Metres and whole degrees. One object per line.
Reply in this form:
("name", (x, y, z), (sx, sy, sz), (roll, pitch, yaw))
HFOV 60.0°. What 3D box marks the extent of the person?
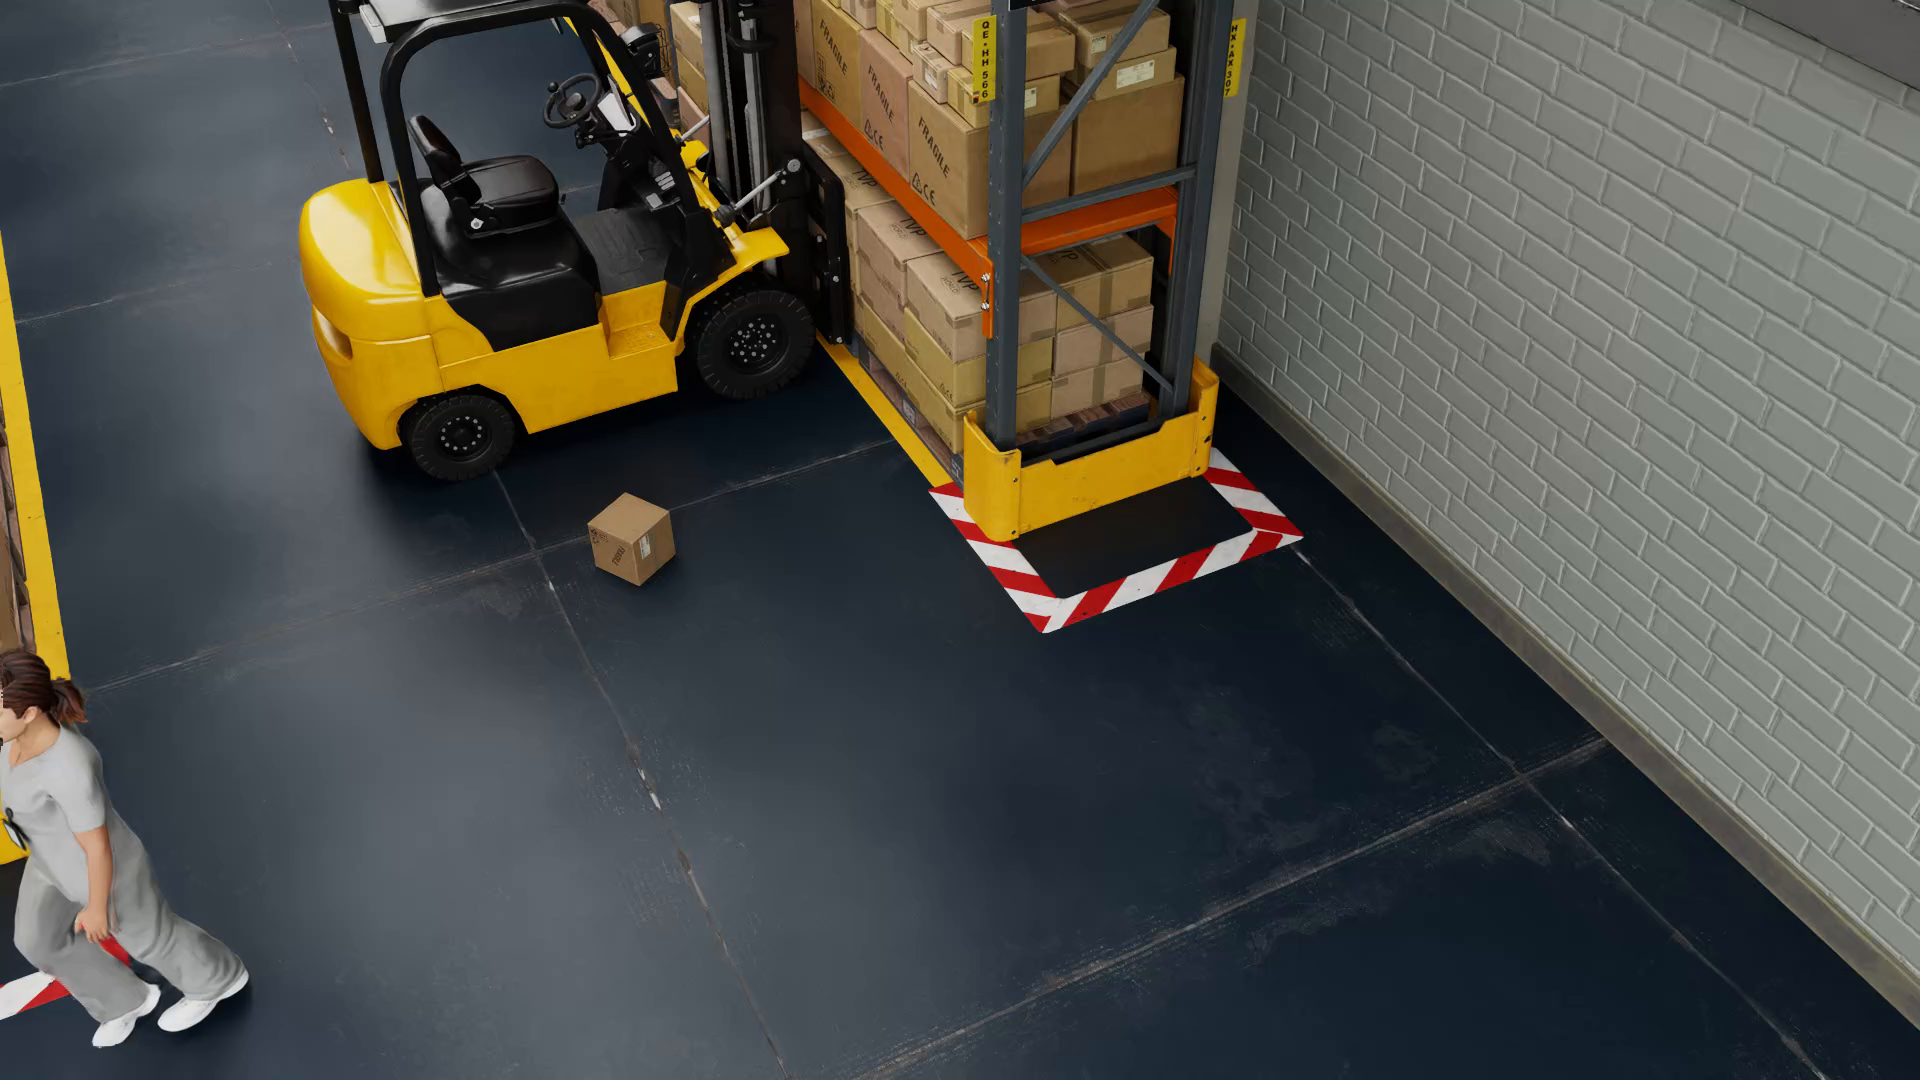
("person", (-2.633, 1.003, 5.036), (0.475, 1.721, 0.520), (30, 50, 30))
